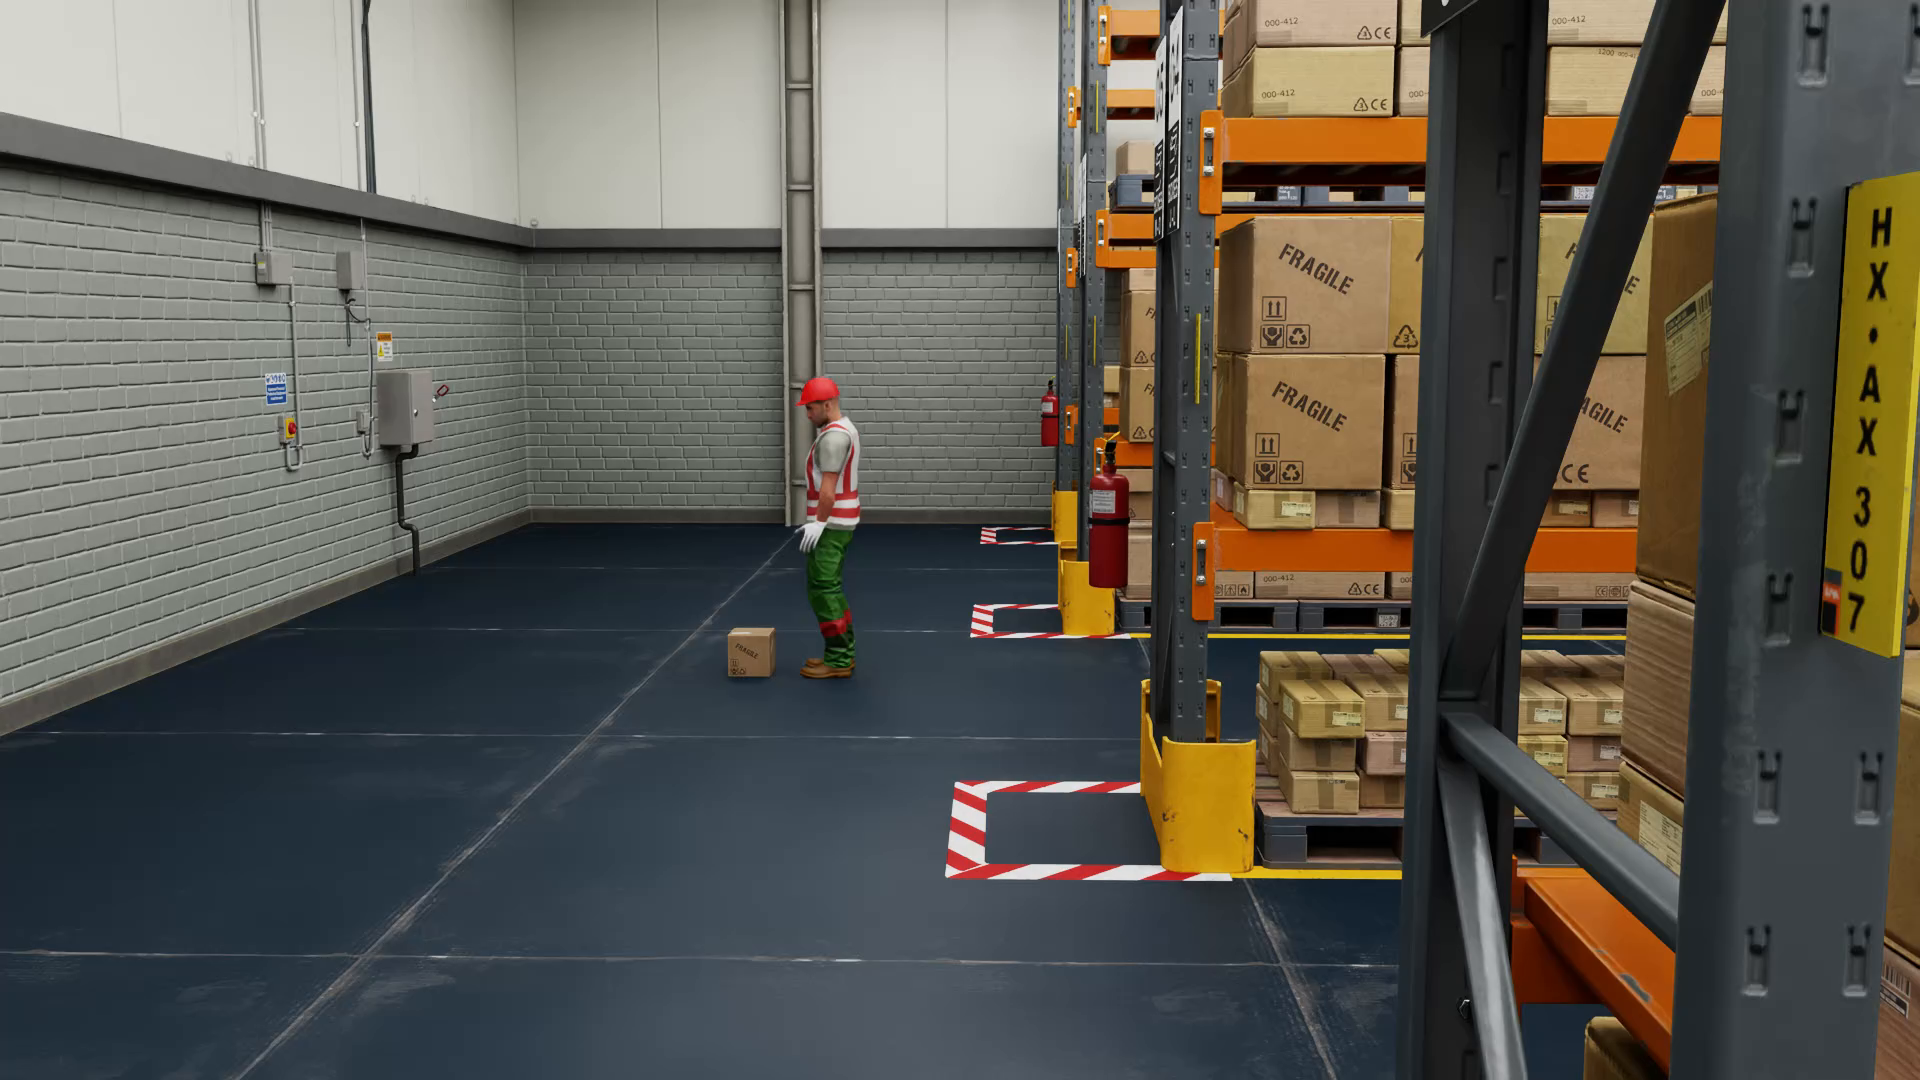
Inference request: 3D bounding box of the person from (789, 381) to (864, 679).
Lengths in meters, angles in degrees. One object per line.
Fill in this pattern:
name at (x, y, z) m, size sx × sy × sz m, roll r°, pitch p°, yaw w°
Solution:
person at (-0.792, -0.066, 9.855) m, size 0.427 × 1.751 × 0.538 m, roll 0°, pitch 7°, yaw 3°
